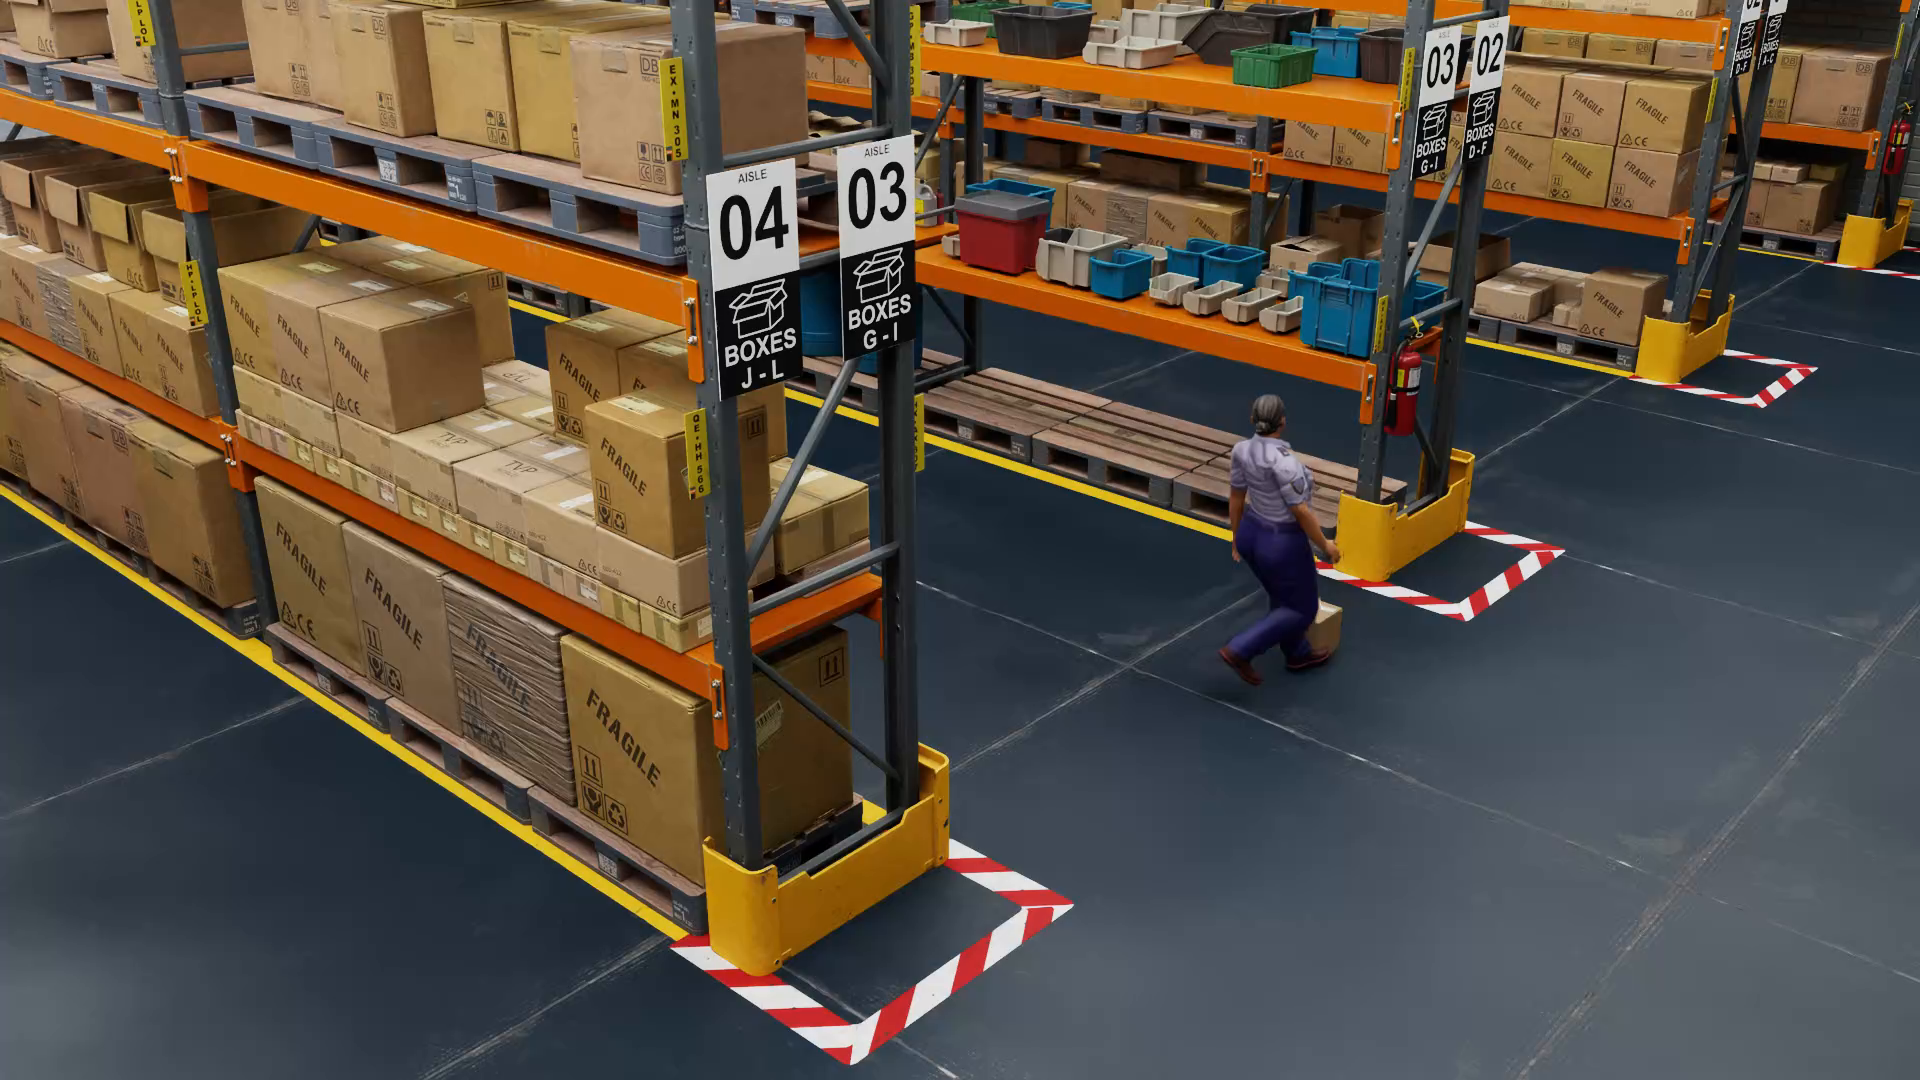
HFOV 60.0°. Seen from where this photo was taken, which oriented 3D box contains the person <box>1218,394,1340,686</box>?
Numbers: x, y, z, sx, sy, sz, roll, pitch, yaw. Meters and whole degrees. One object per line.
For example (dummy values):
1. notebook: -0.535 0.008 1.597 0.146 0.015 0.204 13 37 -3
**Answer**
1. person: 1.692 0.002 8.639 0.819 1.606 0.551 -12 27 -25
